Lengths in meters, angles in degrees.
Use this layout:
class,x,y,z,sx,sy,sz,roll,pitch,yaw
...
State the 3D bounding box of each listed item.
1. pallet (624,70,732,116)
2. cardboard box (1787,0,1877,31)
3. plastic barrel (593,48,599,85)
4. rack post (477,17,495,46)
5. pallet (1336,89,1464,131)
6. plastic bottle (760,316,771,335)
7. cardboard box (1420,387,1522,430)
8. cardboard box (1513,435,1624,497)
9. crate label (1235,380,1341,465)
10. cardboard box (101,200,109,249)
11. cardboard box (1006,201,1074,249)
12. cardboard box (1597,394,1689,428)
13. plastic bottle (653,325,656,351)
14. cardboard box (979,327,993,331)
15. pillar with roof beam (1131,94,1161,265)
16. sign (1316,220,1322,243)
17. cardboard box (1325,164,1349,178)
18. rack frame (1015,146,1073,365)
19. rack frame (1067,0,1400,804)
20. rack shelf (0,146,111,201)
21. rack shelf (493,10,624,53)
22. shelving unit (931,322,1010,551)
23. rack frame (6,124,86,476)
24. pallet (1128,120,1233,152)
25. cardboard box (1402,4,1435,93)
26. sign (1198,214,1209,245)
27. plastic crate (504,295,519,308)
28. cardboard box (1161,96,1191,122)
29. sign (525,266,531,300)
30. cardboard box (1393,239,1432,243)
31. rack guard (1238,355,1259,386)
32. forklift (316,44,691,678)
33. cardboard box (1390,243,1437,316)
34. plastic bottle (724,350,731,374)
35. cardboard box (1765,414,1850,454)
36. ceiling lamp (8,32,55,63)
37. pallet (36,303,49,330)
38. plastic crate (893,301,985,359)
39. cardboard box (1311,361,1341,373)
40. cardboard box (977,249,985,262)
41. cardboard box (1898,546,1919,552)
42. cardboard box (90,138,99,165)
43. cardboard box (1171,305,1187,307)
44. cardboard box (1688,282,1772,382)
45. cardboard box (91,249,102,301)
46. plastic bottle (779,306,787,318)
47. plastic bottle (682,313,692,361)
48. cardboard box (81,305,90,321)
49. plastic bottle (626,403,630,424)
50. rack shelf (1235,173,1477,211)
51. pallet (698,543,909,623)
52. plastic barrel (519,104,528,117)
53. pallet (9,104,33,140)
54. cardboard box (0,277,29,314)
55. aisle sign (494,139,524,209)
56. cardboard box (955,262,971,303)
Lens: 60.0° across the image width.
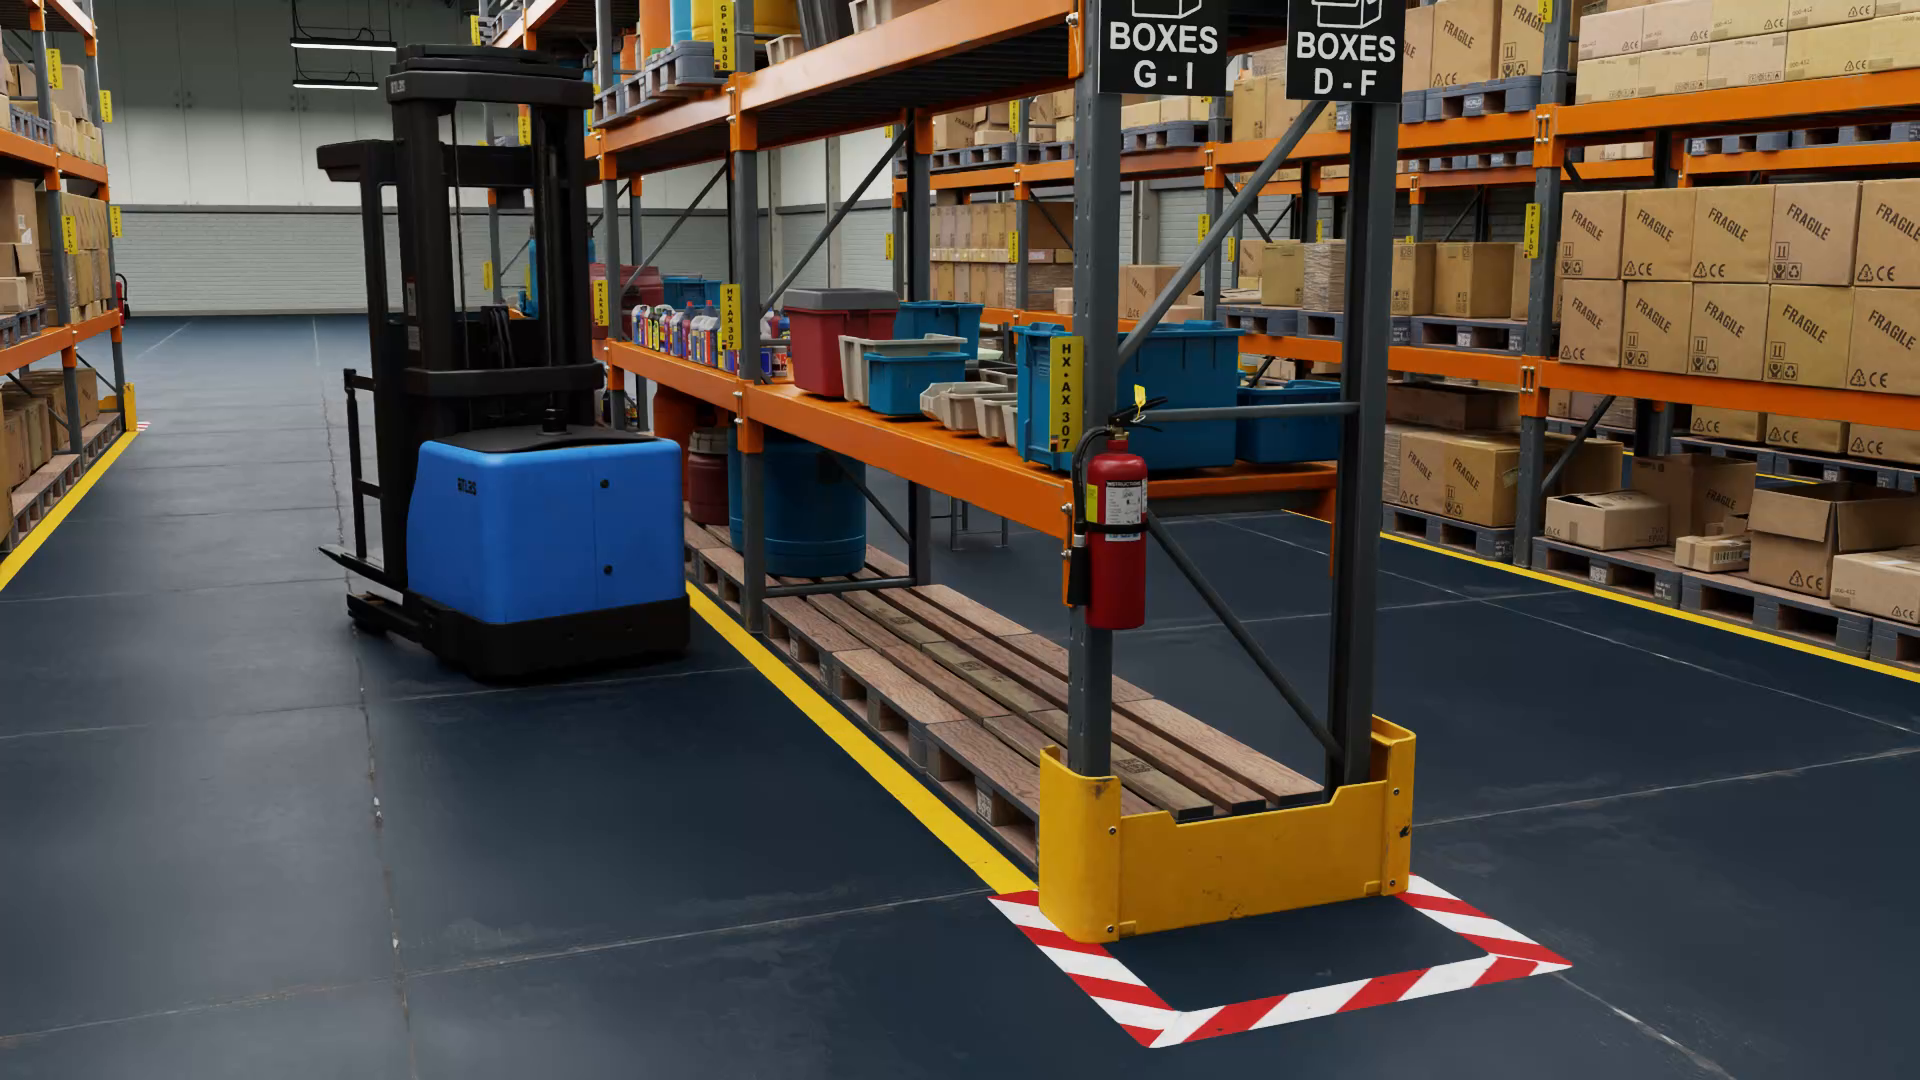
class,x,y,z,sx,sy,sz,roll,pitch,yaw
pallet,-1.431,-2.712,10.076,1.003,0.211,1.213,-4,11,-21
cardboard box,4.456,-2.644,8.153,0.500,0.250,0.500,-4,11,-21
plastic barrel,-2.917,-3.875,14.643,0.600,0.901,0.600,0,10,0
rack post,-4.835,-5.556,18.389,0.937,0.300,0.954,-3,10,-15
pallet,3.427,-3.000,11.689,1.213,0.211,1.003,-4,11,-21
plastic bottle,-1.145,-1.136,9.380,0.144,0.351,0.185,-4,11,-21
cardboard box,3.666,-0.948,11.925,0.500,0.250,0.500,-4,11,-21
cardboard box,4.028,-0.416,11.073,0.500,0.500,0.500,-4,11,-23
crate label,1.025,-0.377,5.281,0.416,0.233,0.303,-4,11,-21
cardboard box,-9.177,-3.280,17.303,0.500,0.500,0.500,-4,11,-21
cardboard box,0.911,-3.401,17.985,0.700,0.500,0.500,-4,11,-21
cardboard box,6.833,-1.403,16.625,0.700,0.500,0.500,-4,11,-20
plastic bottle,-2.003,-1.367,11.110,0.097,0.201,0.097,0,10,0
cardboard box,0.099,-2.448,21.125,0.500,0.500,0.500,-4,11,-21
pillar with roof beam,-0.883,-7.209,26.255,9.100,9.000,0.400,-4,11,-21
sign,3.029,-2.555,14.140,0.100,0.325,0.005,-4,11,-21
cardboard box,4.872,-4.730,20.539,0.500,0.500,0.500,-4,11,-23
rack frame,1.077,-2.641,17.703,1.000,3.000,0.127,-4,11,-21
rack frame,0.808,-0.369,4.927,1.000,3.000,0.127,-4,11,-21
rack shelf,-8.882,-3.462,15.807,1.077,0.370,4.000,-4,11,-21
rack shelf,-4.265,-5.056,17.347,1.077,0.370,4.000,-4,11,-21
shelving unit,-0.002,-0.739,11.295,0.431,1.500,0.755,-4,11,-21
rack frame,-8.157,-2.013,14.172,1.000,3.000,0.127,-4,11,-21
pallet,2.198,-3.477,14.377,1.213,0.211,1.003,-3,11,-18
cardboard box,3.377,-3.422,11.756,0.600,0.600,0.600,-4,11,-23
sign,2.011,-2.522,13.730,0.100,0.325,0.005,-4,11,-21
plastic crate,-4.966,-2.684,18.696,0.298,0.136,0.250,-4,11,-21
cardboard box,2.103,-3.753,14.616,0.500,0.250,0.500,-4,11,-19
sign,-4.057,-2.430,15.728,0.100,0.325,0.005,-4,11,-21
cardboard box,5.233,-3.319,19.743,0.500,0.500,0.500,-4,11,-21
rack guard,4.271,-2.366,23.293,1.175,0.500,0.348,-4,11,-21
forklift,-2.628,-1.013,8.749,1.130,2.935,3.031,-8,13,-38
cardboard box,3.279,-1.876,11.915,0.700,0.500,0.500,-7,12,-35
plastic bottle,-1.218,-1.064,9.190,0.152,0.276,0.135,-4,11,-21
cardboard box,7.598,-1.180,14.427,0.750,0.750,0.750,-4,11,-21
ceiling lamp,-22.212,-12.414,38.849,2.000,3.185,0.800,-4,11,-21
pallet,-8.016,-1.785,13.435,1.003,0.211,1.213,-4,11,-21
plastic crate,-0.155,-0.989,8.287,0.392,0.384,0.575,-4,11,-21
cardboard box,4.836,-2.260,21.443,0.700,0.500,0.500,-5,11,-24
cardboard box,0.412,-3.207,18.744,0.380,0.149,0.250,-4,11,-21
cardboard box,5.131,0.185,8.411,0.500,0.250,0.500,-4,11,-21
cardboard box,-9.011,-3.925,16.784,0.500,0.250,0.500,-4,11,-21
cardboard box,2.012,-2.069,15.204,0.380,0.149,0.250,-3,11,-17
cardboard box,4.275,-1.119,8.859,0.500,0.500,0.500,-4,11,-21
cardboard box,-8.999,-2.612,16.403,0.875,0.500,0.500,-4,11,-21
plastic bottle,-1.114,-1.396,10.844,0.144,0.351,0.185,-4,11,-21
plastic bottle,-1.660,-1.245,10.185,0.061,0.283,0.133,-4,11,-21
cardboard box,-8.301,-2.108,15.422,0.380,0.149,0.250,-4,11,-21
plastic bottle,-3.321,-1.279,16.781,0.097,0.201,0.097,0,10,0
rack shelf,4.968,-4.405,21.109,1.077,0.370,4.000,-4,11,-21
pallet,-0.882,0.223,9.565,1.003,0.211,1.213,-4,11,-21
plastic barrel,-4.696,-4.804,18.872,0.600,0.830,0.708,-4,11,-21
pallet,-7.654,-3.121,12.370,1.213,0.211,1.003,-4,11,-21
cardboard box,-7.101,-1.781,12.097,0.500,0.250,0.500,-4,11,-23
aisle sign,-5.289,-4.253,19.343,0.394,0.787,0.004,-4,11,-21
cardboard box,0.349,-3.014,19.512,0.700,0.500,0.500,-4,11,-19
